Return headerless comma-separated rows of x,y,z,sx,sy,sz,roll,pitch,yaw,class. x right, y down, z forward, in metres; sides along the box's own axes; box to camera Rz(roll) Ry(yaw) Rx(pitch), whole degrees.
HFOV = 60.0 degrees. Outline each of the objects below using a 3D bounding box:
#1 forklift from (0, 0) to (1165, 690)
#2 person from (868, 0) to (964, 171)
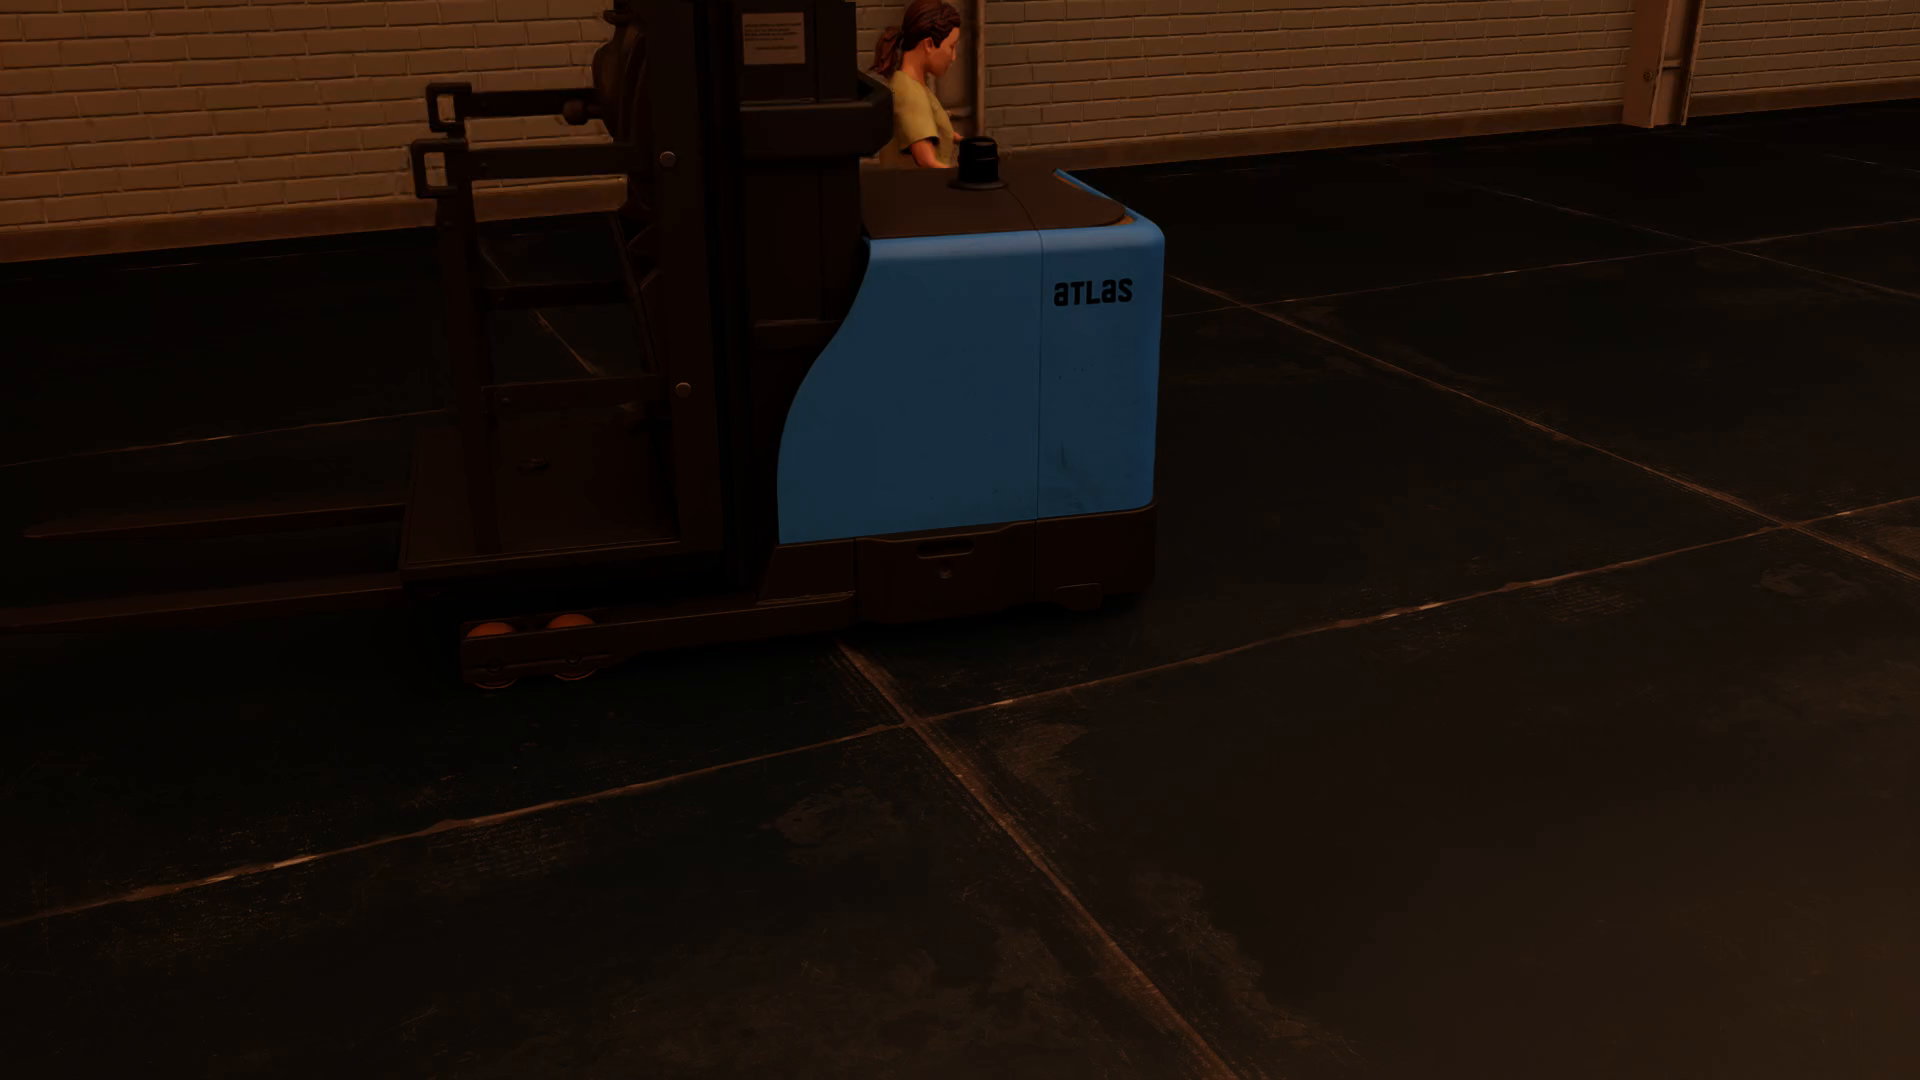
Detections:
-1.031,-1.200,4.175,3.031,2.935,1.130,-6,23,-13,forklift
-0.036,-1.186,6.054,0.961,1.516,0.982,-3,23,-8,person
